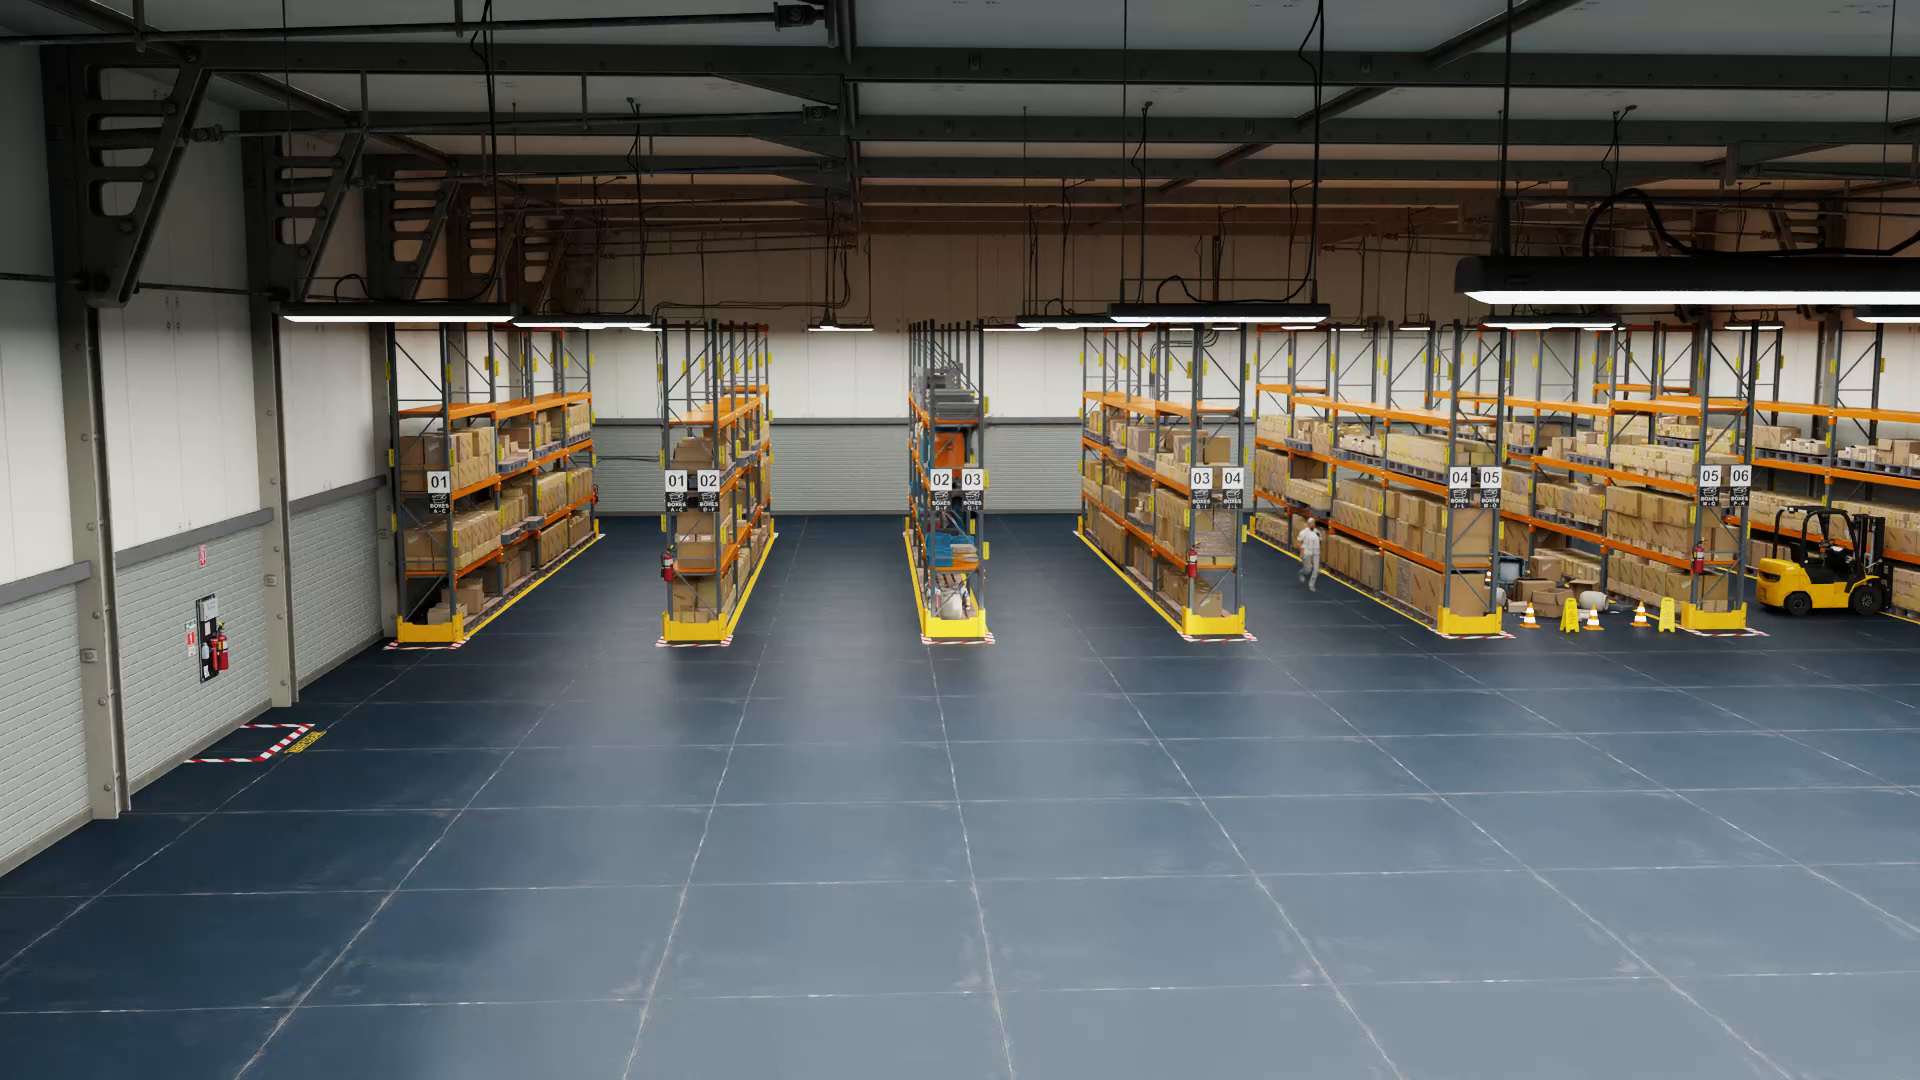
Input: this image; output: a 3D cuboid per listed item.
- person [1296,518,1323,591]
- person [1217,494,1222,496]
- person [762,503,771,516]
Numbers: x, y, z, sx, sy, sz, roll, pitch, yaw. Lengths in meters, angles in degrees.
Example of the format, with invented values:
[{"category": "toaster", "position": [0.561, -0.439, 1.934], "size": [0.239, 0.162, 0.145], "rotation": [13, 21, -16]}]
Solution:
[{"category": "person", "position": [7.881, 0.317, 37.438], "size": [0.616, 1.620, 0.599], "rotation": [-1, 7, -9]}, {"category": "person", "position": [7.276, -0.938, 47.342], "size": [0.604, 1.732, 0.794], "rotation": [1, 7, 11]}, {"category": "person", "position": [-5.770, -0.981, 48.234], "size": [0.692, 1.588, 0.622], "rotation": [0, 7, 2]}]
